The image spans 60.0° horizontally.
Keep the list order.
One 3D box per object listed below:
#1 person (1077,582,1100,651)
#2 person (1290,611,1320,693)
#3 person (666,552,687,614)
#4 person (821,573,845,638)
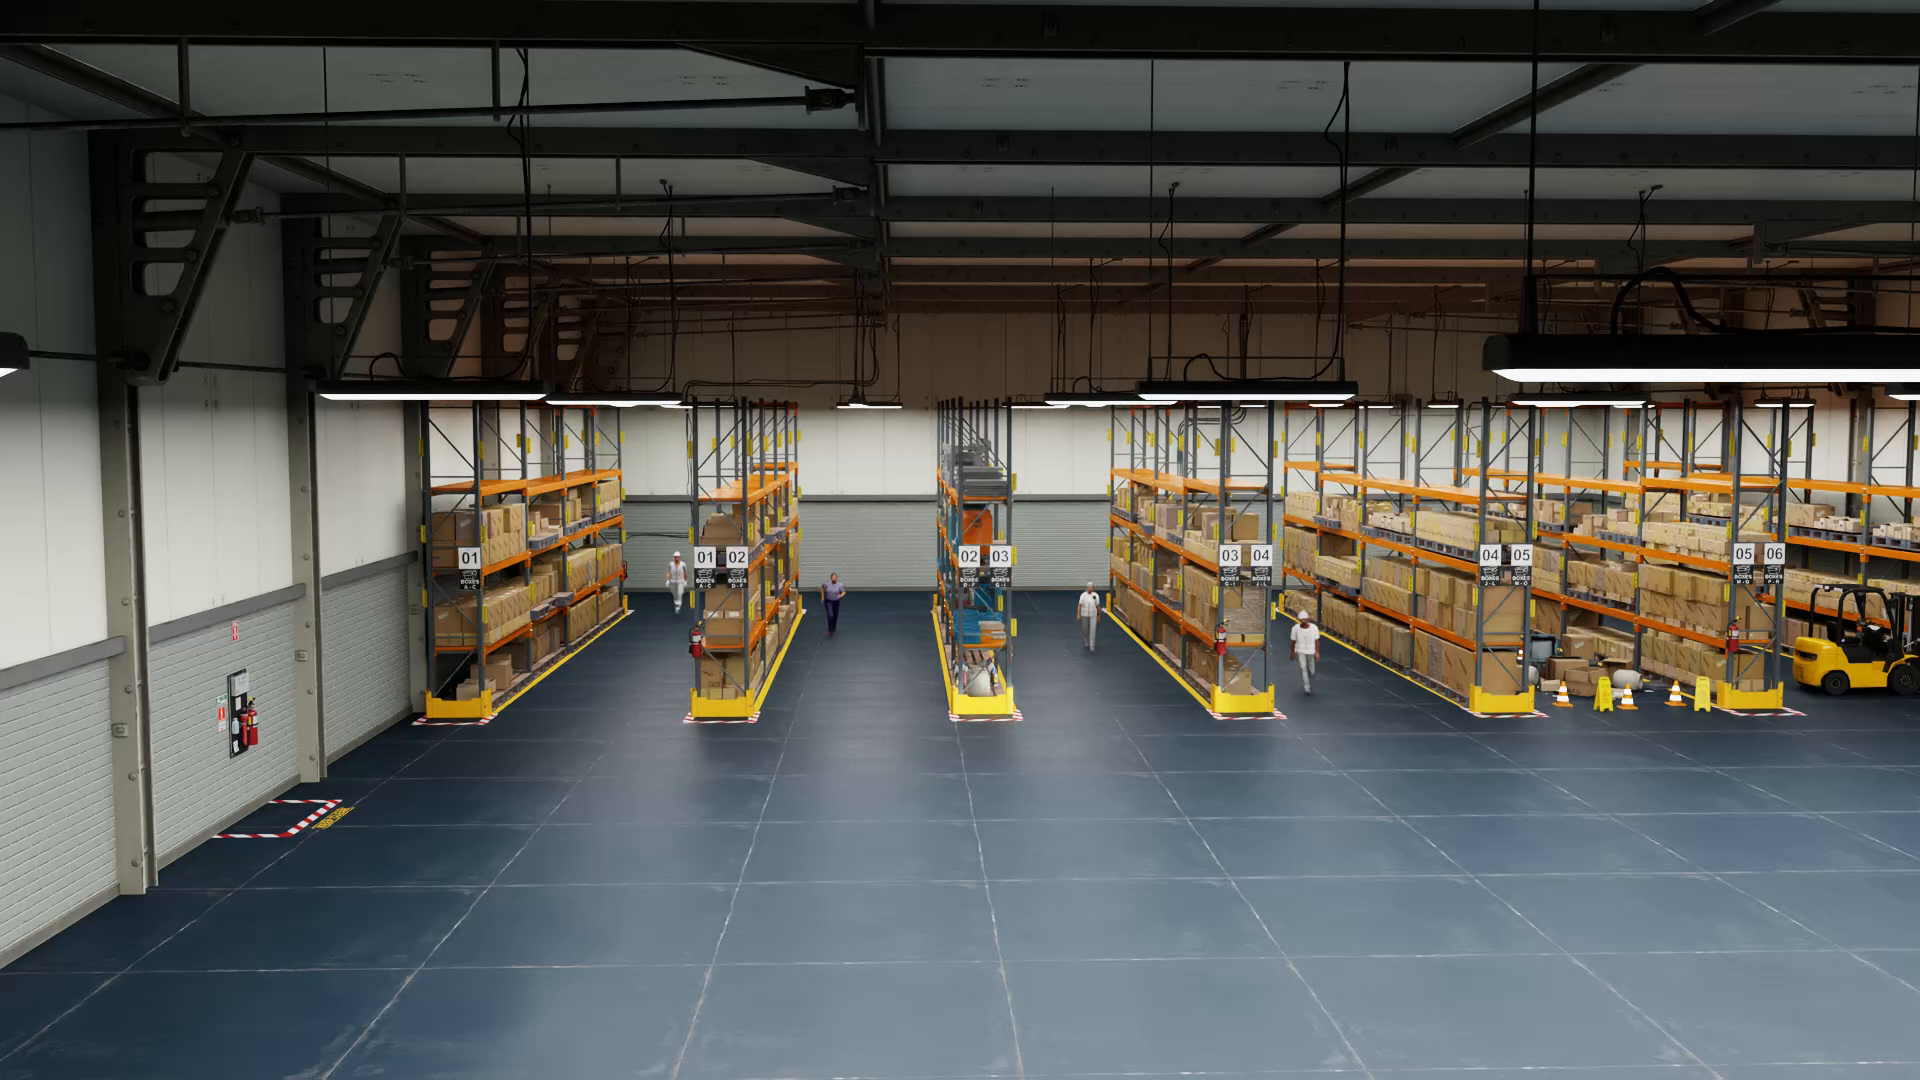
[{"bbox_3d":[3.084,1.821,39.904,0.546,1.609,1.007,1,4,8],"label":"person"},{"bbox_3d":[7.067,2.274,34.008,0.565,1.656,1.039,0,4,2],"label":"person"},{"bbox_3d":[-8.028,1.205,47.020,0.535,1.725,1.068,0,4,1],"label":"person"},{"bbox_3d":[-3.254,1.643,42.558,0.608,1.646,0.918,-1,5,-13],"label":"person"}]
